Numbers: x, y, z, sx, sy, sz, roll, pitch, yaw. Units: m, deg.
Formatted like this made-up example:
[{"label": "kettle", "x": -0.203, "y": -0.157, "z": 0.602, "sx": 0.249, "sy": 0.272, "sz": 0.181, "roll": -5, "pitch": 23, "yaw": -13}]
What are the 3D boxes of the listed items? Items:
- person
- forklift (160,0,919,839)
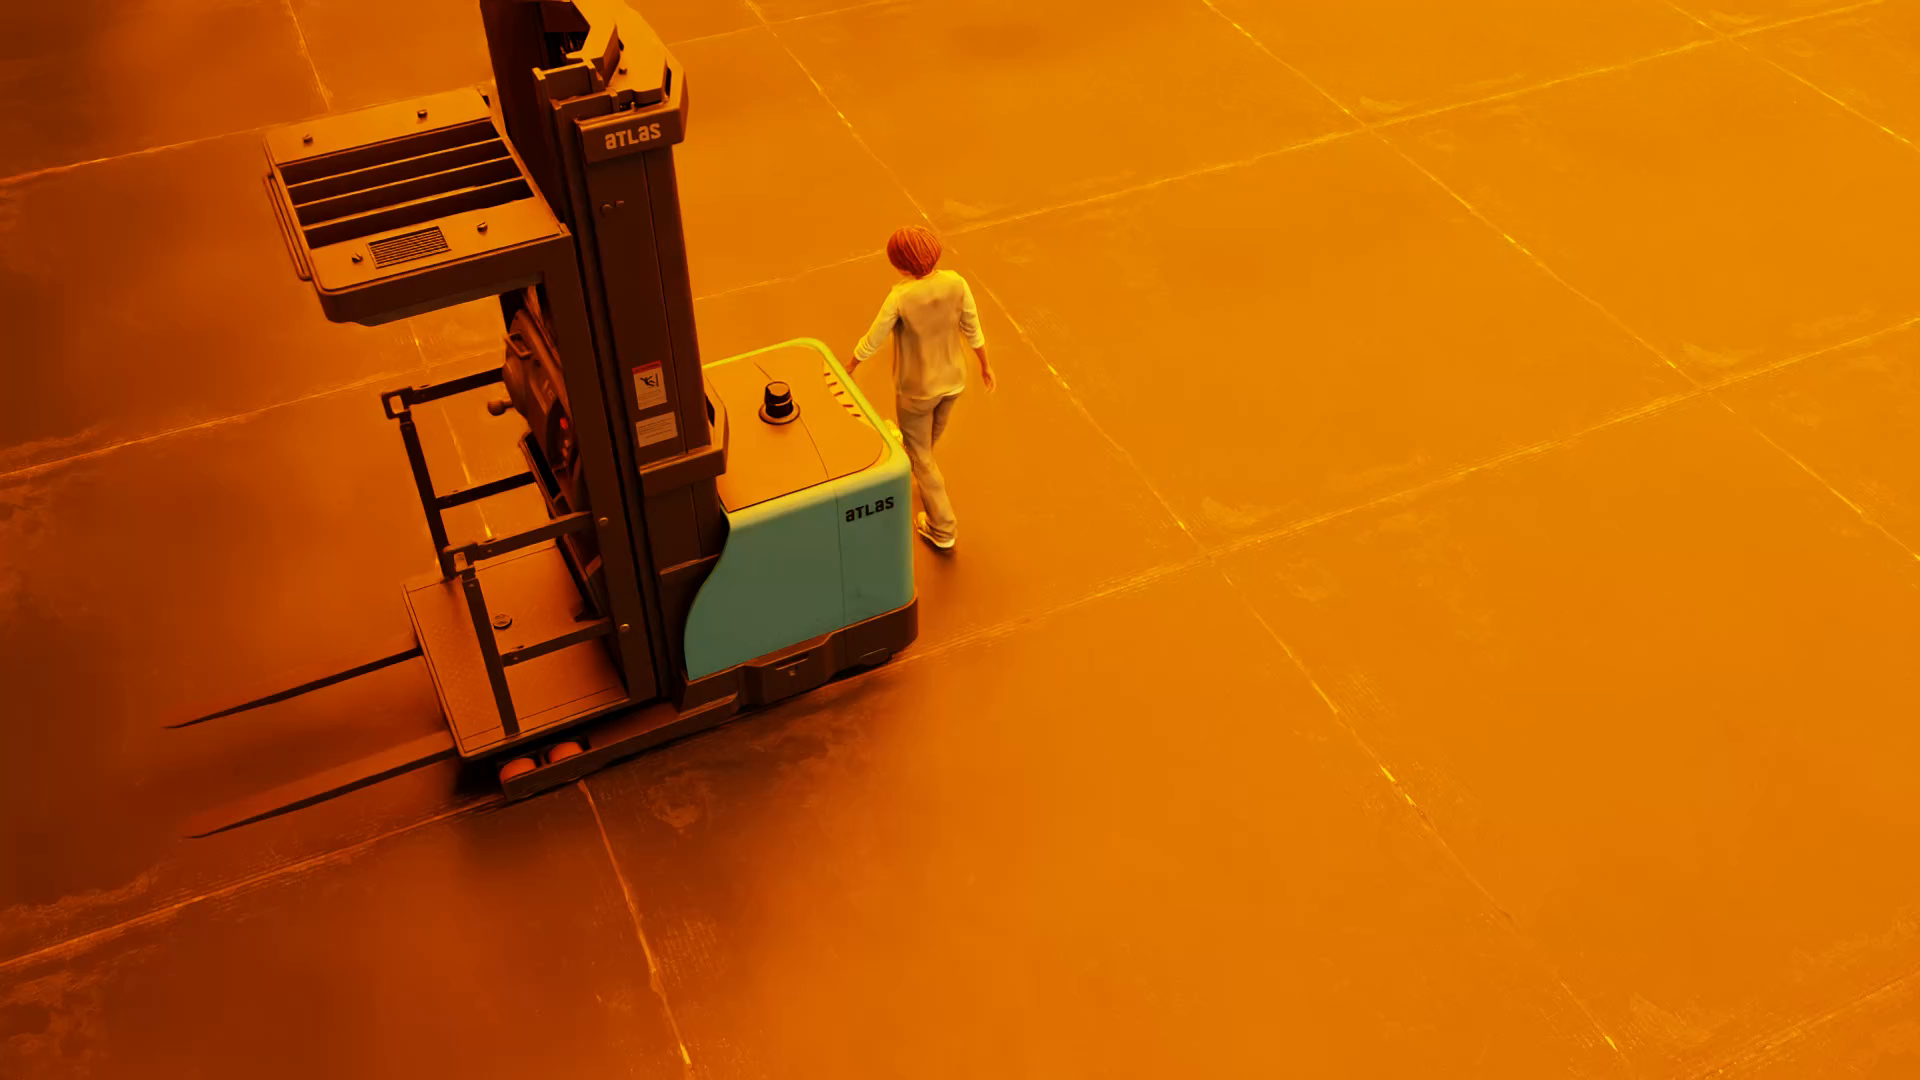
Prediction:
[{"label": "person", "x": -0.189, "y": -0.775, "z": 7.530, "sx": 0.596, "sy": 1.550, "sz": 0.838, "roll": -23, "pitch": 48, "yaw": -23}, {"label": "forklift", "x": -1.735, "y": -0.444, "z": 6.156, "sx": 3.031, "sy": 2.935, "sz": 1.130, "roll": -19, "pitch": 46, "yaw": -19}]
